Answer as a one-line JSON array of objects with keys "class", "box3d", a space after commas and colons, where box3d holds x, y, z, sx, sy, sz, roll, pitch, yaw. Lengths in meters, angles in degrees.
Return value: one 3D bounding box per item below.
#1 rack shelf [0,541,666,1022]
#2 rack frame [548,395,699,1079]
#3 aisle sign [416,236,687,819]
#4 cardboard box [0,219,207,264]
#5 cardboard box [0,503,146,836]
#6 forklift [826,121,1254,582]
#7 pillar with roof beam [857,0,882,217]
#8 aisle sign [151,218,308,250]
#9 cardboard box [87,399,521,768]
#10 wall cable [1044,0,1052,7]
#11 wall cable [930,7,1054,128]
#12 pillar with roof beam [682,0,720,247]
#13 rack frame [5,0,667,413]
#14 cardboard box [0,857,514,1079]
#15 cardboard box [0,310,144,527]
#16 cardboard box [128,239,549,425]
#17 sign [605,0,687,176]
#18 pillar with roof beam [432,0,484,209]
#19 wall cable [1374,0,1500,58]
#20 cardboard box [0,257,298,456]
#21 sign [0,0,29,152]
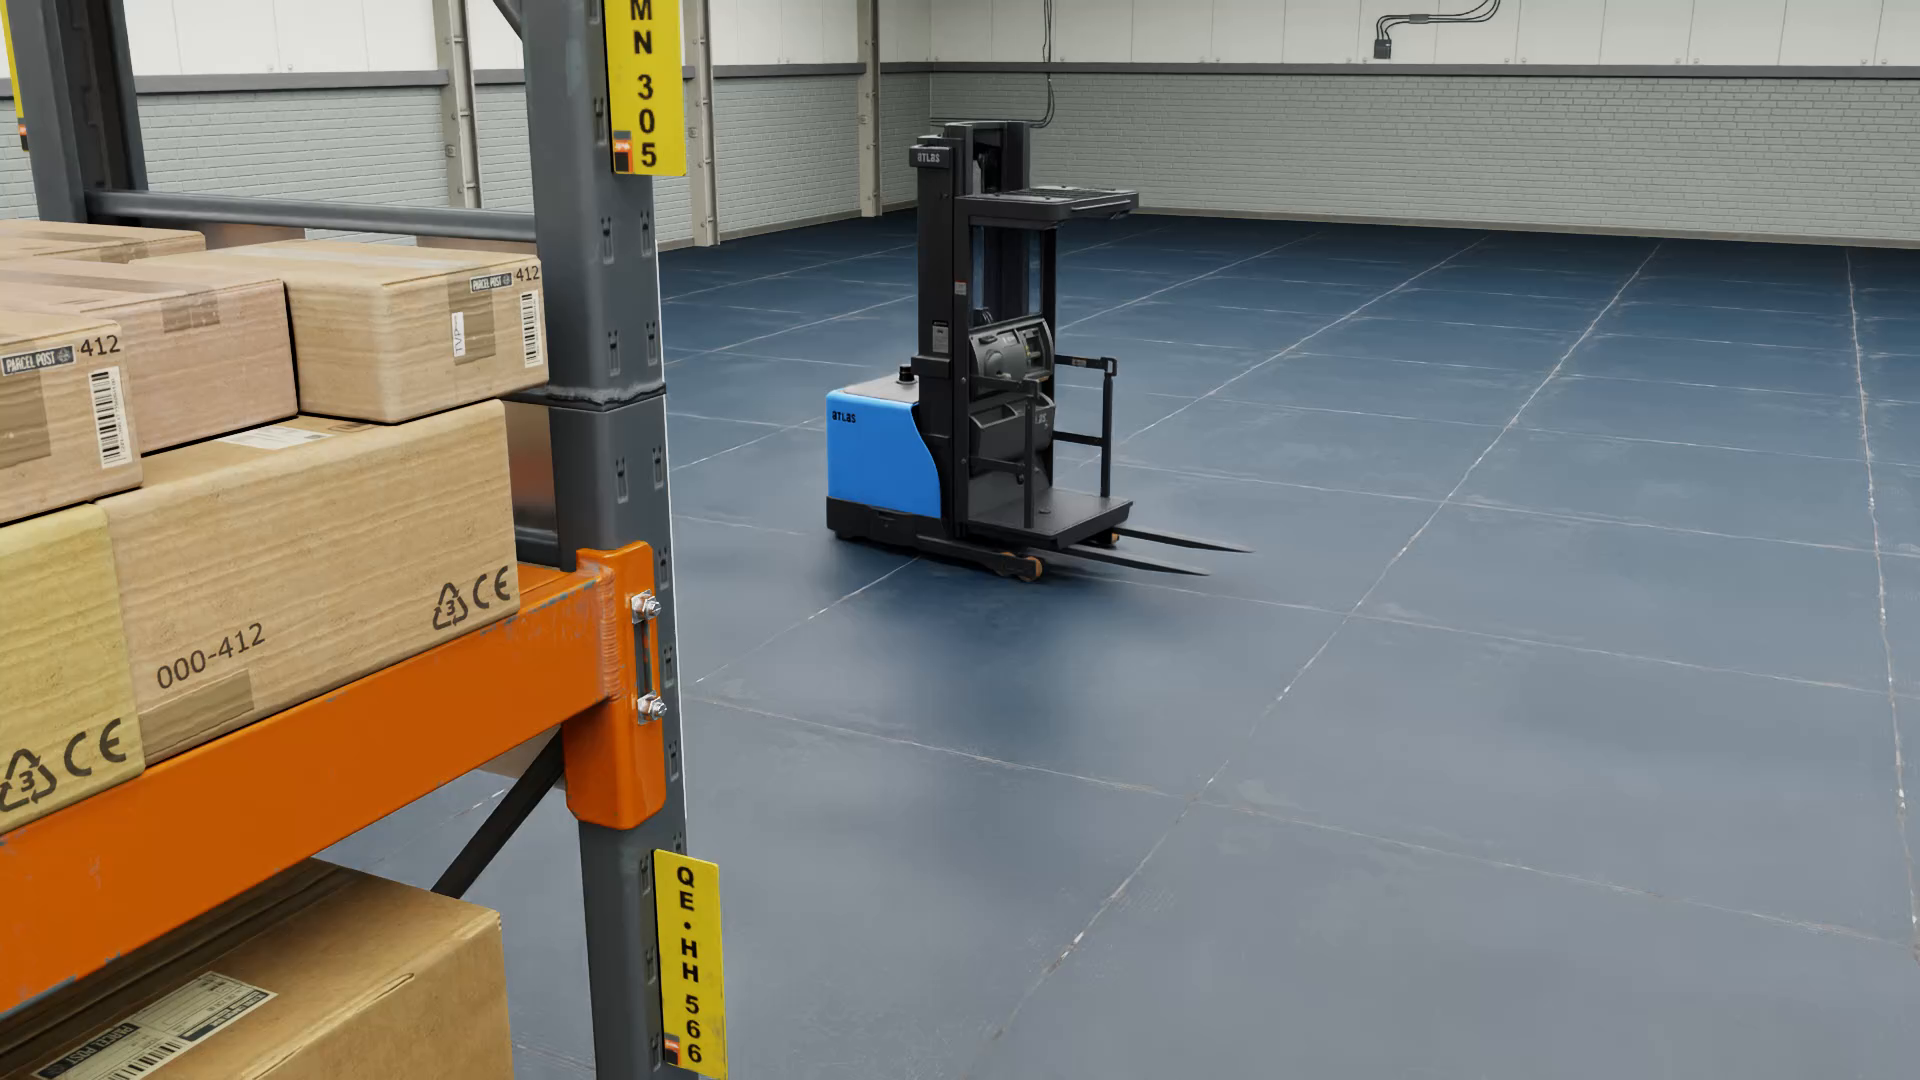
[{"class": "rack shelf", "box3d": [-1.742, 0.621, 0.661, 1.077, 0.370, 4.000, 8, 18, 25]}, {"class": "rack frame", "box3d": [-0.849, 1.204, 2.701, 1.000, 3.000, 0.127, 8, 18, 25]}, {"class": "aisle sign", "box3d": [-0.553, -0.019, 2.256, 0.394, 0.787, 0.004, 8, 18, 25]}, {"class": "cardboard box", "box3d": [-1.179, -0.312, 2.102, 0.380, 0.149, 0.250, 8, 18, 25]}, {"class": "cardboard box", "box3d": [-1.057, 0.121, 1.344, 0.500, 0.250, 0.500, 8, 18, 26]}, {"class": "forklift", "box3d": [0.527, -1.298, 11.247, 3.031, 2.935, 1.130, 11, 20, 34]}, {"class": "pillar with roof beam", "box3d": [1.982, -10.594, 31.887, 9.100, 9.000, 0.400, 8, 18, 25]}, {"class": "aisle sign", "box3d": [-1.089, -0.096, 2.513, 0.394, 0.787, 0.004, 8, 18, 25]}, {"class": "cardboard box", "box3d": [-0.837, -0.007, 1.773, 0.500, 0.250, 0.500, 9, 19, 27]}, {"class": "wall cable", "box3d": [3.051, -12.312, 34.256, 3.097, 2.526, 0.112, 8, 18, 25]}, {"class": "wall cable", "box3d": [0.631, -10.235, 36.133, 3.097, 2.526, 0.112, 8, 18, 25]}, {"class": "pillar with roof beam", "box3d": [-0.699, -9.066, 26.742, 9.100, 9.000, 0.400, 8, 18, 25]}, {"class": "rack frame", "box3d": [-0.849, -1.671, 1.847, 1.000, 3.000, 0.127, 8, 18, 25]}, {"class": "cardboard box", "box3d": [-0.873, 0.706, 1.925, 0.500, 0.500, 0.500, 8, 18, 25]}, {"class": "cardboard box", "box3d": [-0.939, -0.107, 1.412, 0.380, 0.149, 0.250, 7, 18, 23]}, {"class": "cardboard box", "box3d": [-0.694, -0.242, 1.867, 0.380, 0.149, 0.250, 8, 18, 25]}, {"class": "sign", "box3d": [-0.361, -0.582, 1.893, 0.100, 0.325, 0.005, 8, 18, 25]}, {"class": "pillar with roof beam", "box3d": [-3.380, -7.537, 21.596, 9.100, 9.000, 0.400, 8, 18, 25]}, {"class": "wall cable", "box3d": [9.116, -12.142, 31.127, 2.305, 6.003, 0.169, 8, 18, 25]}, {"class": "cardboard box", "box3d": [-0.915, -0.191, 1.694, 0.380, 0.149, 0.250, 7, 18, 24]}, {"class": "sign", "box3d": [-1.334, -0.722, 2.382, 0.100, 0.325, 0.005, 8, 18, 25]}]
